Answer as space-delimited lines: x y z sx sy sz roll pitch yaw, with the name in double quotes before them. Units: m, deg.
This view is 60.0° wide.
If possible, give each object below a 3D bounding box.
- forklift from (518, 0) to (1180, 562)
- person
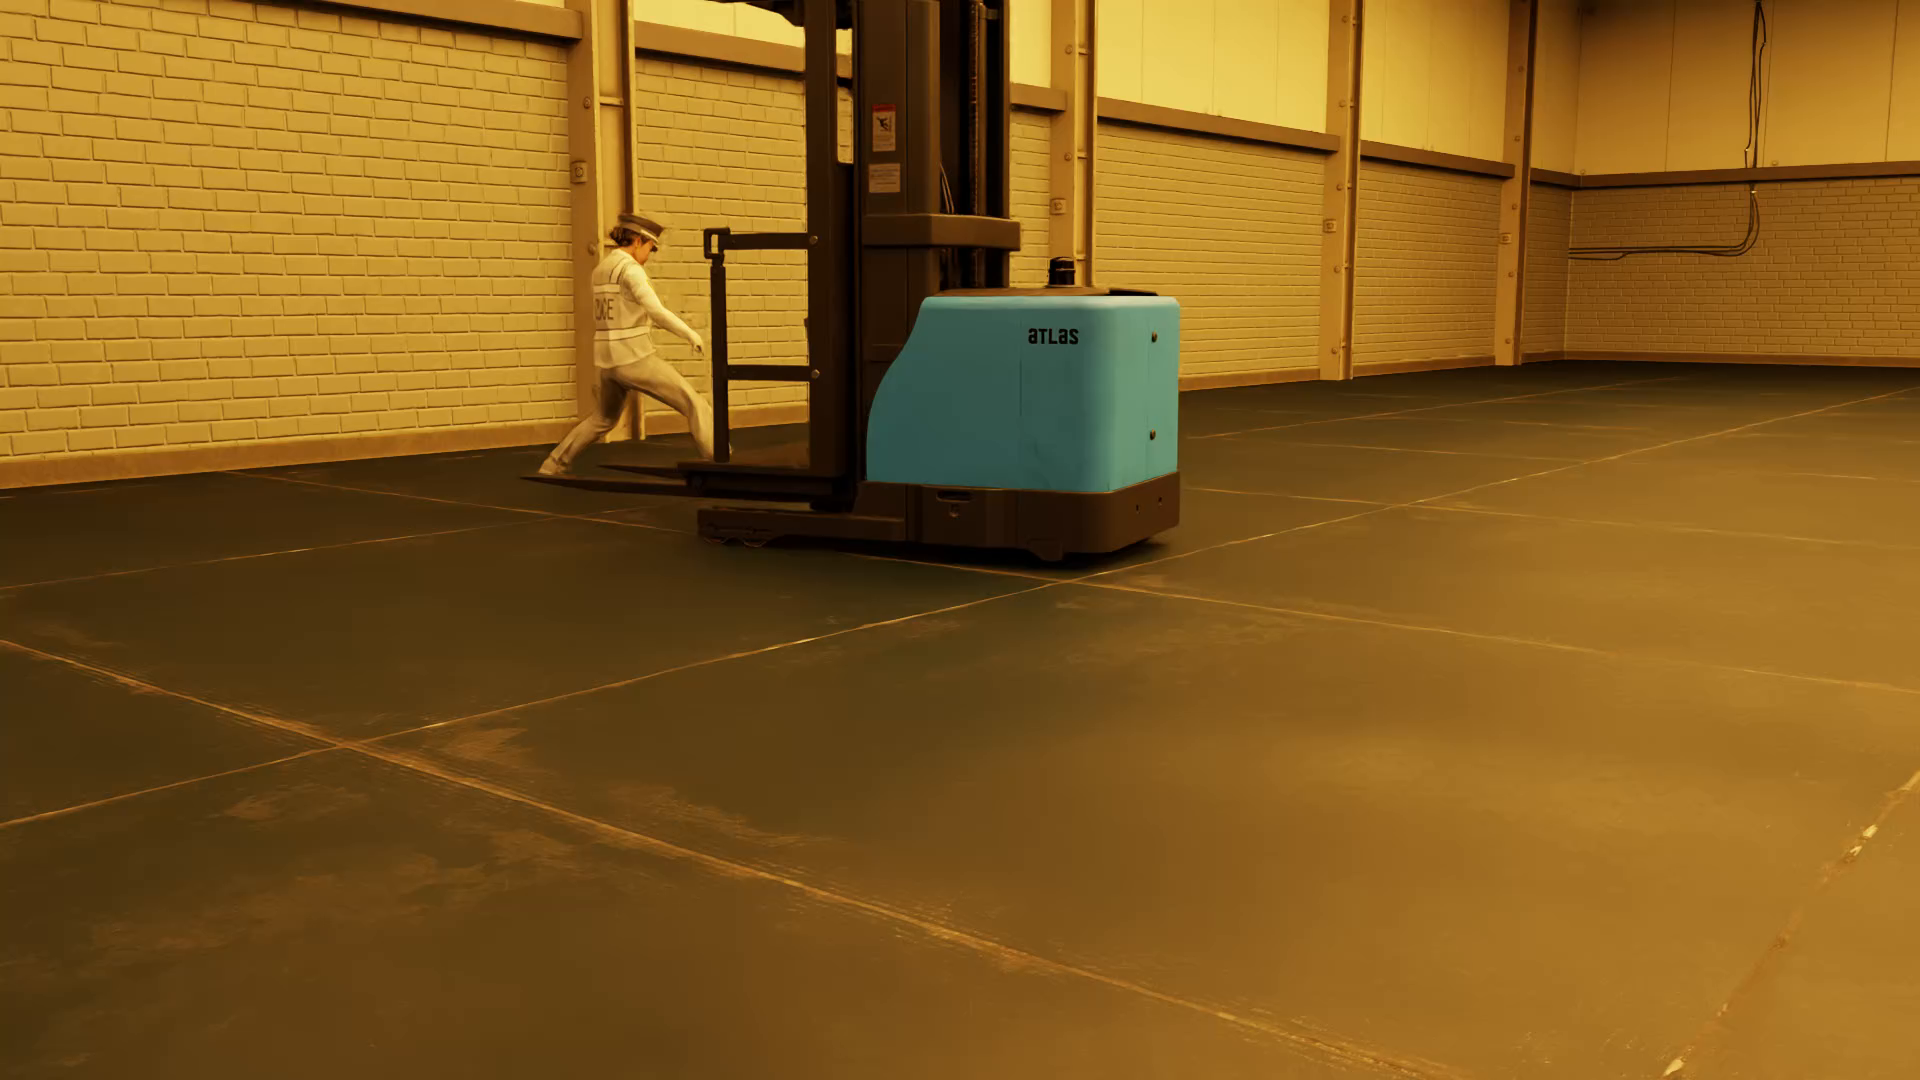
"forklift" -0.588 -1.481 7.403 3.031 2.935 1.130 4 9 24
"person" -1.692 -0.999 8.957 0.904 1.486 1.163 -6 10 -37
